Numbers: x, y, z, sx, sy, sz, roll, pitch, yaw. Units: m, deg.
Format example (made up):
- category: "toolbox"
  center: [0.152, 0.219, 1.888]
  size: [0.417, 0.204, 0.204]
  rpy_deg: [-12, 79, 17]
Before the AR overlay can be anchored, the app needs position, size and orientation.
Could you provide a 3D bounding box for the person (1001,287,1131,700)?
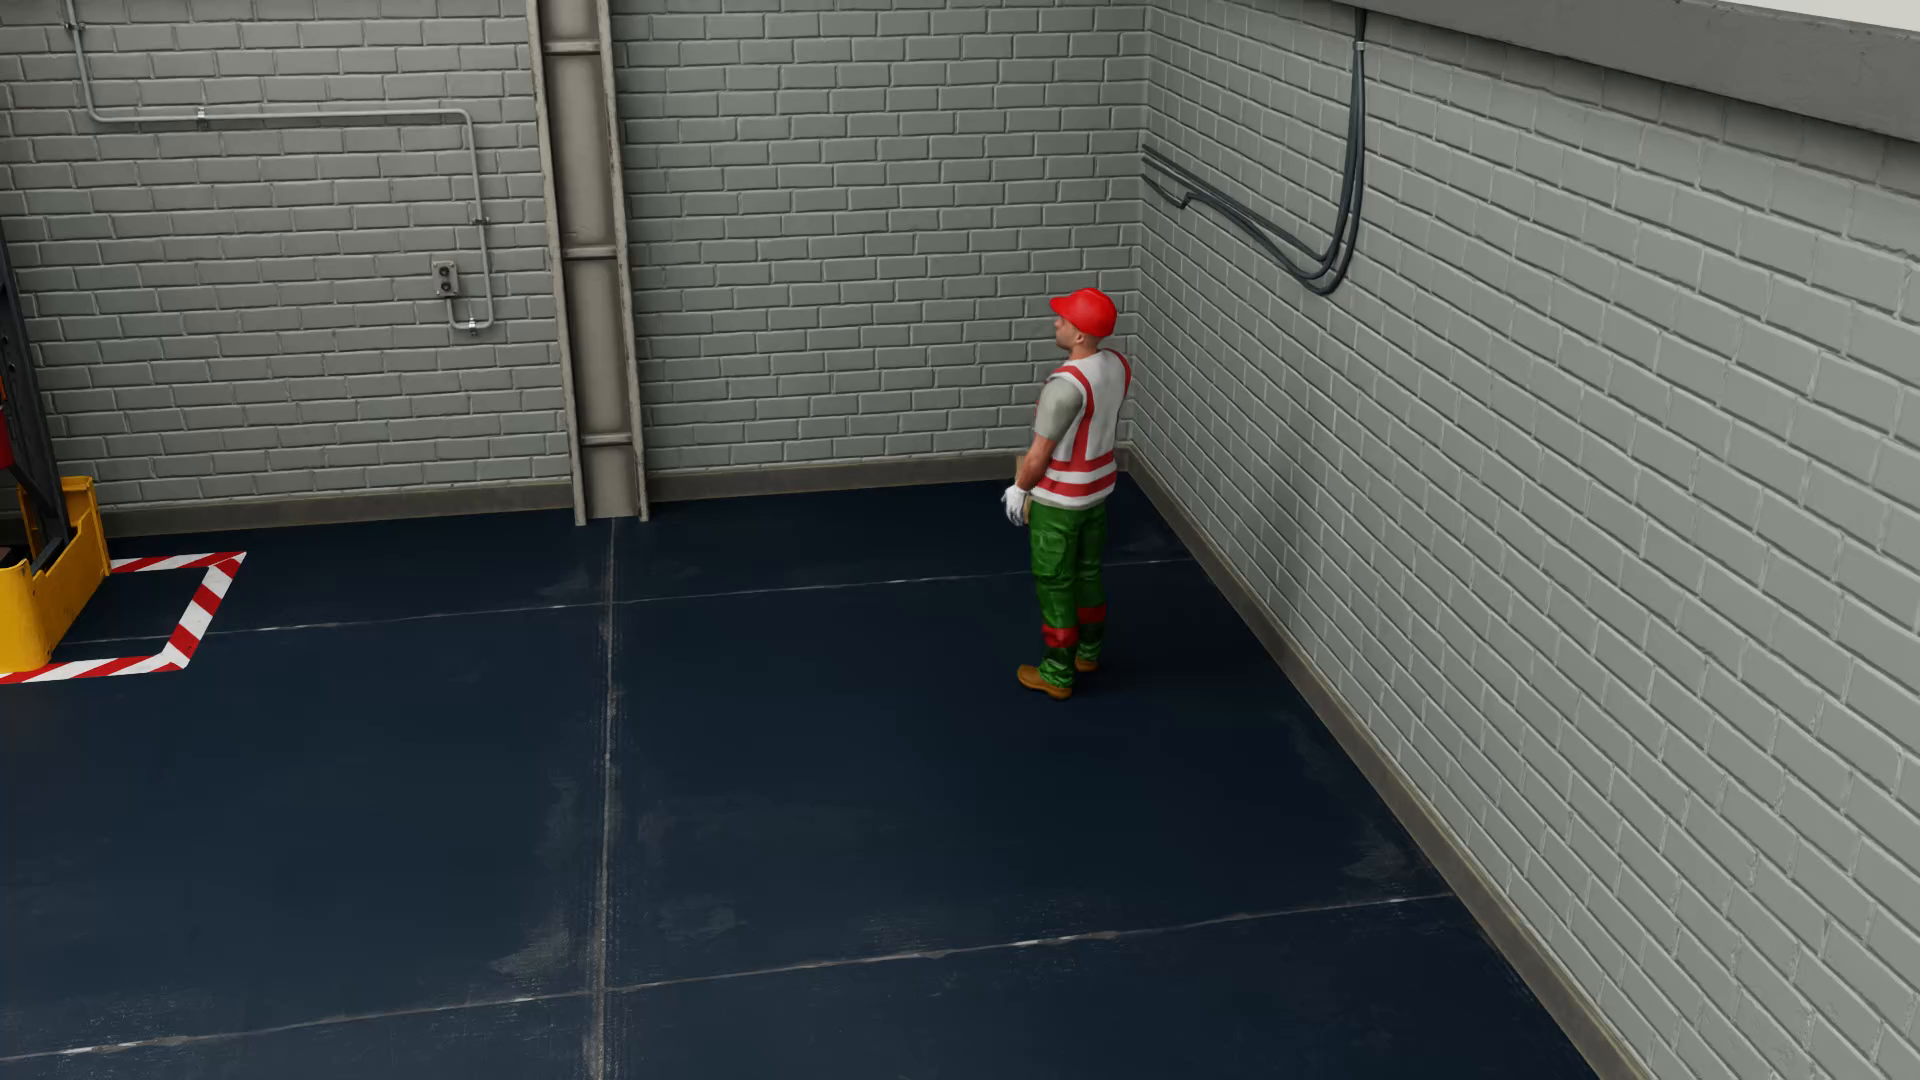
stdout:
- category: "person"
  center: [0.441, -0.209, 7.017]
  size: [0.463, 1.794, 0.591]
  rpy_deg: [17, 29, 35]
